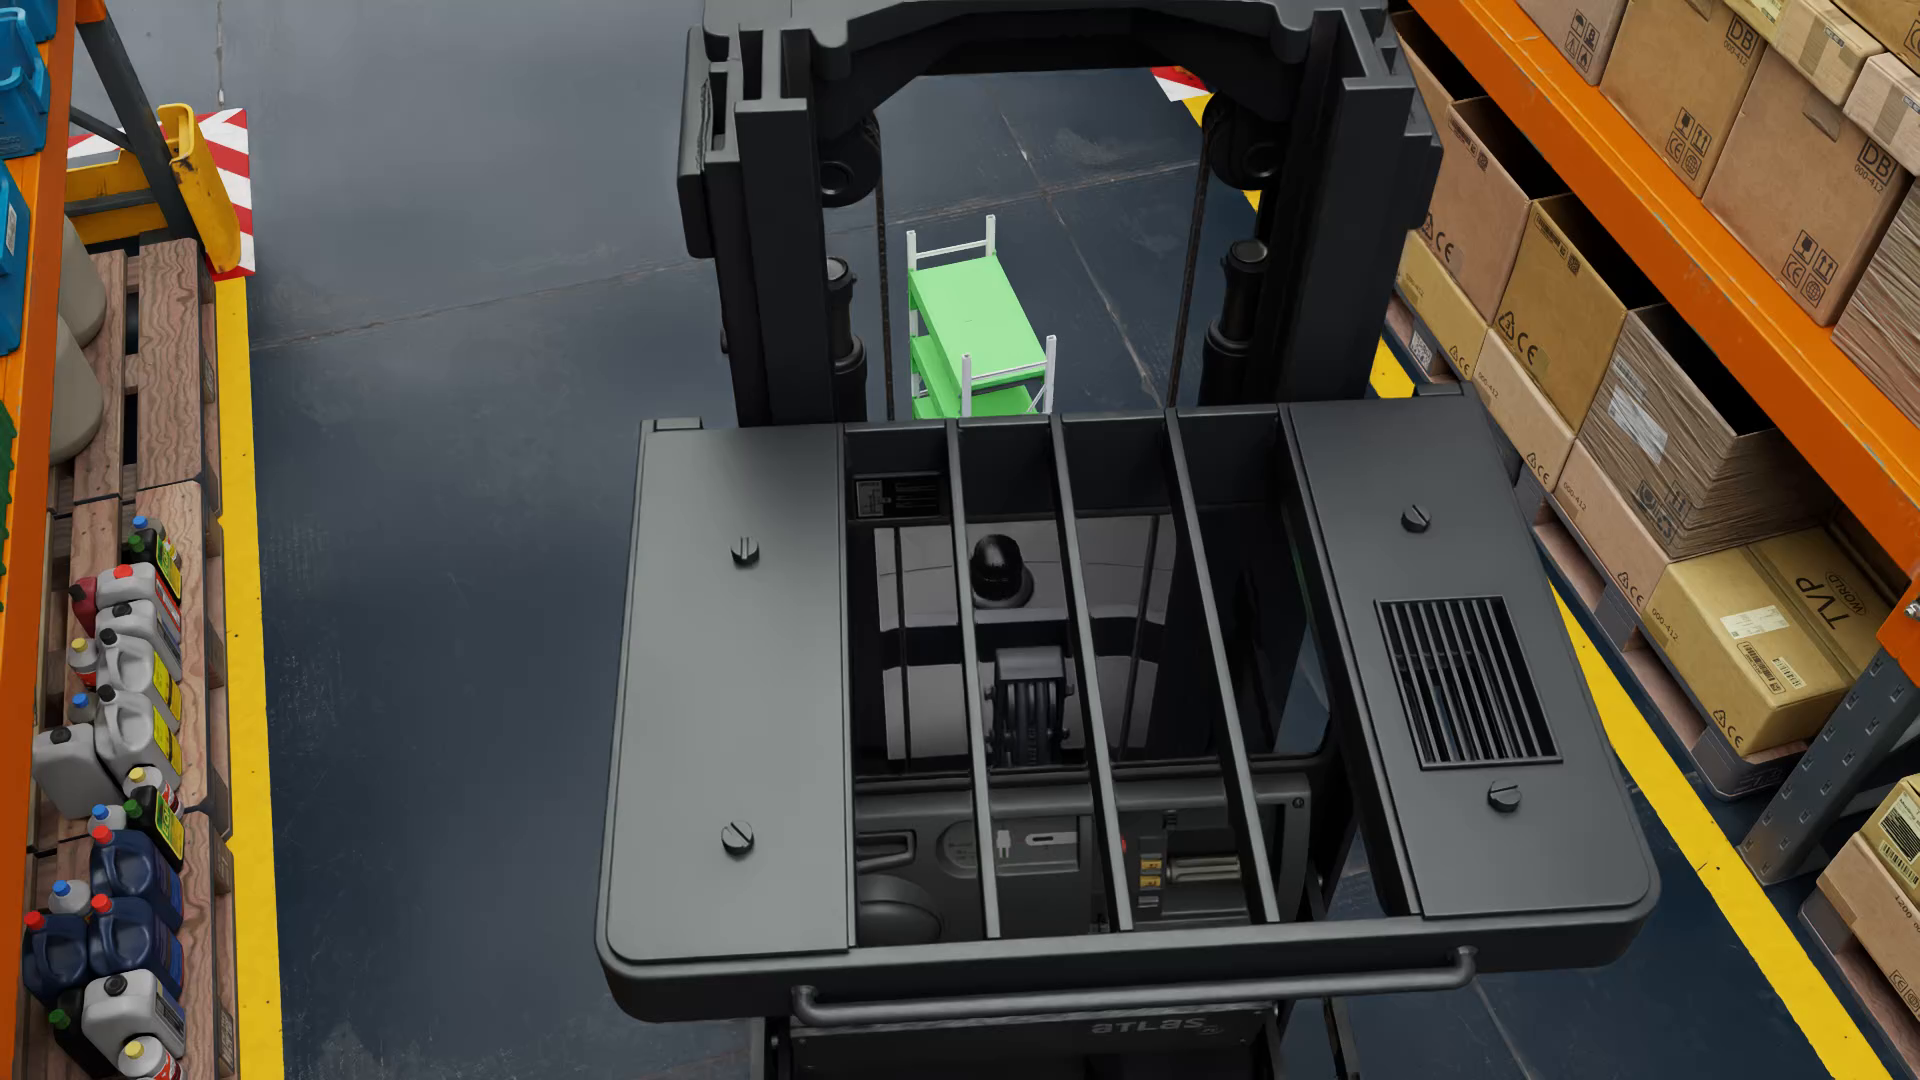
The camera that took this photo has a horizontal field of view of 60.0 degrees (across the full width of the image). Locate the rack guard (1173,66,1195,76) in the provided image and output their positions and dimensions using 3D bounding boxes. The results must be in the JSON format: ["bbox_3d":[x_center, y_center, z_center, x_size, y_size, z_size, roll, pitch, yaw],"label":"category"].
[{"bbox_3d":[1.420,-2.323,6.882,1.175,0.500,0.348,-13,51,-11],"label":"rack guard"}]

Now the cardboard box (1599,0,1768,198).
[{"bbox_3d":[2.166,-1.296,4.315,0.700,0.500,0.500,-13,51,-10],"label":"cardboard box"}]

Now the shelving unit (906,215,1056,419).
[{"bbox_3d":[0.049,-0.266,4.689,0.258,1.200,0.503,-13,51,-11],"label":"shelving unit"}]

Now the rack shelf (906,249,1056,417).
[{"bbox_3d":[0.049,-0.534,4.371,0.258,0.148,0.480,-13,51,-11],"label":"rack shelf"}]

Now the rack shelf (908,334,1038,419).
[{"bbox_3d":[0.049,-0.379,4.555,0.258,0.148,0.480,-13,51,-11],"label":"rack shelf"}]

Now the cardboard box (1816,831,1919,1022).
[{"bbox_3d":[2.493,0.911,4.044,0.500,0.250,0.500,-14,51,-12],"label":"cardboard box"}]

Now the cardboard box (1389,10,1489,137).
[{"bbox_3d":[1.683,-1.433,5.530,0.500,0.500,0.500,-13,51,-11],"label":"cardboard box"}]

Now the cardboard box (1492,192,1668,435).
[{"bbox_3d":[1.976,-0.702,4.914,0.500,0.500,0.500,-13,51,-11],"label":"cardboard box"}]

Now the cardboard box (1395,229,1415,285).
[{"bbox_3d":[1.672,-1.189,5.814,0.500,0.250,0.500,-13,51,-11],"label":"cardboard box"}]

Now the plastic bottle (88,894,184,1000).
[{"bbox_3d":[-1.965,0.956,3.927,0.144,0.351,0.185,-12,51,-10],"label":"plastic bottle"}]

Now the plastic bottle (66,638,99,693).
[{"bbox_3d":[-2.368,0.341,4.543,0.097,0.201,0.097,0,50,0],"label":"plastic bottle"}]

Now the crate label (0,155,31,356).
[{"bbox_3d":[-2.503,-0.723,3.874,0.502,0.435,0.616,-13,51,-11],"label":"crate label"}]

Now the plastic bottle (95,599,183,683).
[{"bbox_3d":[-2.255,0.276,4.550,0.152,0.276,0.135,-15,51,-12],"label":"plastic bottle"}]

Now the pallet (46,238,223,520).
[{"bbox_3d":[-3.003,-0.456,5.497,1.003,0.211,1.213,-13,51,-11],"label":"pallet"}]

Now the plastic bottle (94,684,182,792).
[{"bbox_3d":[-2.147,0.507,4.305,0.144,0.351,0.185,-14,51,-11],"label":"plastic bottle"}]

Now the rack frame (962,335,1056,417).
[{"bbox_3d":[0.121,-0.088,4.539,0.240,1.200,0.015,-13,51,-11],"label":"rack frame"}]

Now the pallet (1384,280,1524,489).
[{"bbox_3d":[2.050,-0.774,5.765,1.003,0.211,1.213,-13,51,-11],"label":"pallet"}]

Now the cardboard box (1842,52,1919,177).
[{"bbox_3d":[2.174,-0.953,3.602,0.380,0.149,0.250,-15,51,-12],"label":"cardboard box"}]

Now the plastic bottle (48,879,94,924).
[{"bbox_3d":[-2.123,0.903,4.024,0.097,0.271,0.097,0,50,0],"label":"plastic bottle"}]

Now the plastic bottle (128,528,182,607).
[{"bbox_3d":[-2.292,0.063,4.724,0.061,0.283,0.133,-12,51,-10],"label":"plastic bottle"}]

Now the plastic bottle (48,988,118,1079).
[{"bbox_3d":[-2.022,1.123,3.830,0.061,0.283,0.133,-13,51,-11],"label":"plastic bottle"}]

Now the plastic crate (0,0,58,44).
[{"bbox_3d":[-2.872,-1.649,4.775,0.499,0.251,0.616,-13,51,-11],"label":"plastic crate"}]

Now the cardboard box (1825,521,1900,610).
[{"bbox_3d":[2.762,0.153,4.682,0.500,0.250,0.500,-13,51,-11],"label":"cardboard box"}]

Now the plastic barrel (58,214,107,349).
[{"bbox_3d":[-3.038,-0.864,5.369,0.421,0.512,0.421,0,50,0],"label":"plastic barrel"}]

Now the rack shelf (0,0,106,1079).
[{"bbox_3d":[-2.714,-0.302,4.013,1.077,0.370,4.000,-13,51,-11],"label":"rack shelf"}]

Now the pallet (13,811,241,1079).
[{"bbox_3d":[-2.282,1.326,3.994,1.003,0.211,1.213,-13,51,-11],"label":"pallet"}]

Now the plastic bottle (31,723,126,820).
[{"bbox_3d":[-2.281,0.583,4.290,0.152,0.276,0.135,-13,51,-11],"label":"plastic bottle"}]

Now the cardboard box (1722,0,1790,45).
[{"bbox_3d":[2.026,-1.325,3.916,0.380,0.149,0.250,-14,51,-11],"label":"cardboard box"}]

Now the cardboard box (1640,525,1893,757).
[{"bbox_3d":[2.264,0.271,4.583,0.500,0.250,0.500,-13,51,-11],"label":"cardboard box"}]

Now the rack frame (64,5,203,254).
[{"bbox_3d":[-3.306,-1.994,4.969,1.000,3.000,0.127,-13,51,-11],"label":"rack frame"}]

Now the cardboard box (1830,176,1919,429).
[{"bbox_3d":[2.473,-0.545,3.682,0.700,0.500,0.500,-15,51,-12],"label":"cardboard box"}]

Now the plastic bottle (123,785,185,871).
[{"bbox_3d":[-2.030,0.710,4.179,0.061,0.283,0.133,-11,51,-9],"label":"plastic bottle"}]

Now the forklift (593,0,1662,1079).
[{"bbox_3d":[0.150,0.715,2.730,1.130,2.935,3.031,-3,50,-2],"label":"forklift"}]

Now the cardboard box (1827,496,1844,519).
[{"bbox_3d":[2.617,-0.454,4.704,0.500,0.500,0.500,-13,51,-11],"label":"cardboard box"}]

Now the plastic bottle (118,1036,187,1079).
[{"bbox_3d":[-1.859,1.207,3.813,0.097,0.201,0.097,0,50,0],"label":"plastic bottle"}]

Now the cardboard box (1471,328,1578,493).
[{"bbox_3d":[1.964,-0.458,5.198,0.500,0.250,0.500,-13,51,-11],"label":"cardboard box"}]
